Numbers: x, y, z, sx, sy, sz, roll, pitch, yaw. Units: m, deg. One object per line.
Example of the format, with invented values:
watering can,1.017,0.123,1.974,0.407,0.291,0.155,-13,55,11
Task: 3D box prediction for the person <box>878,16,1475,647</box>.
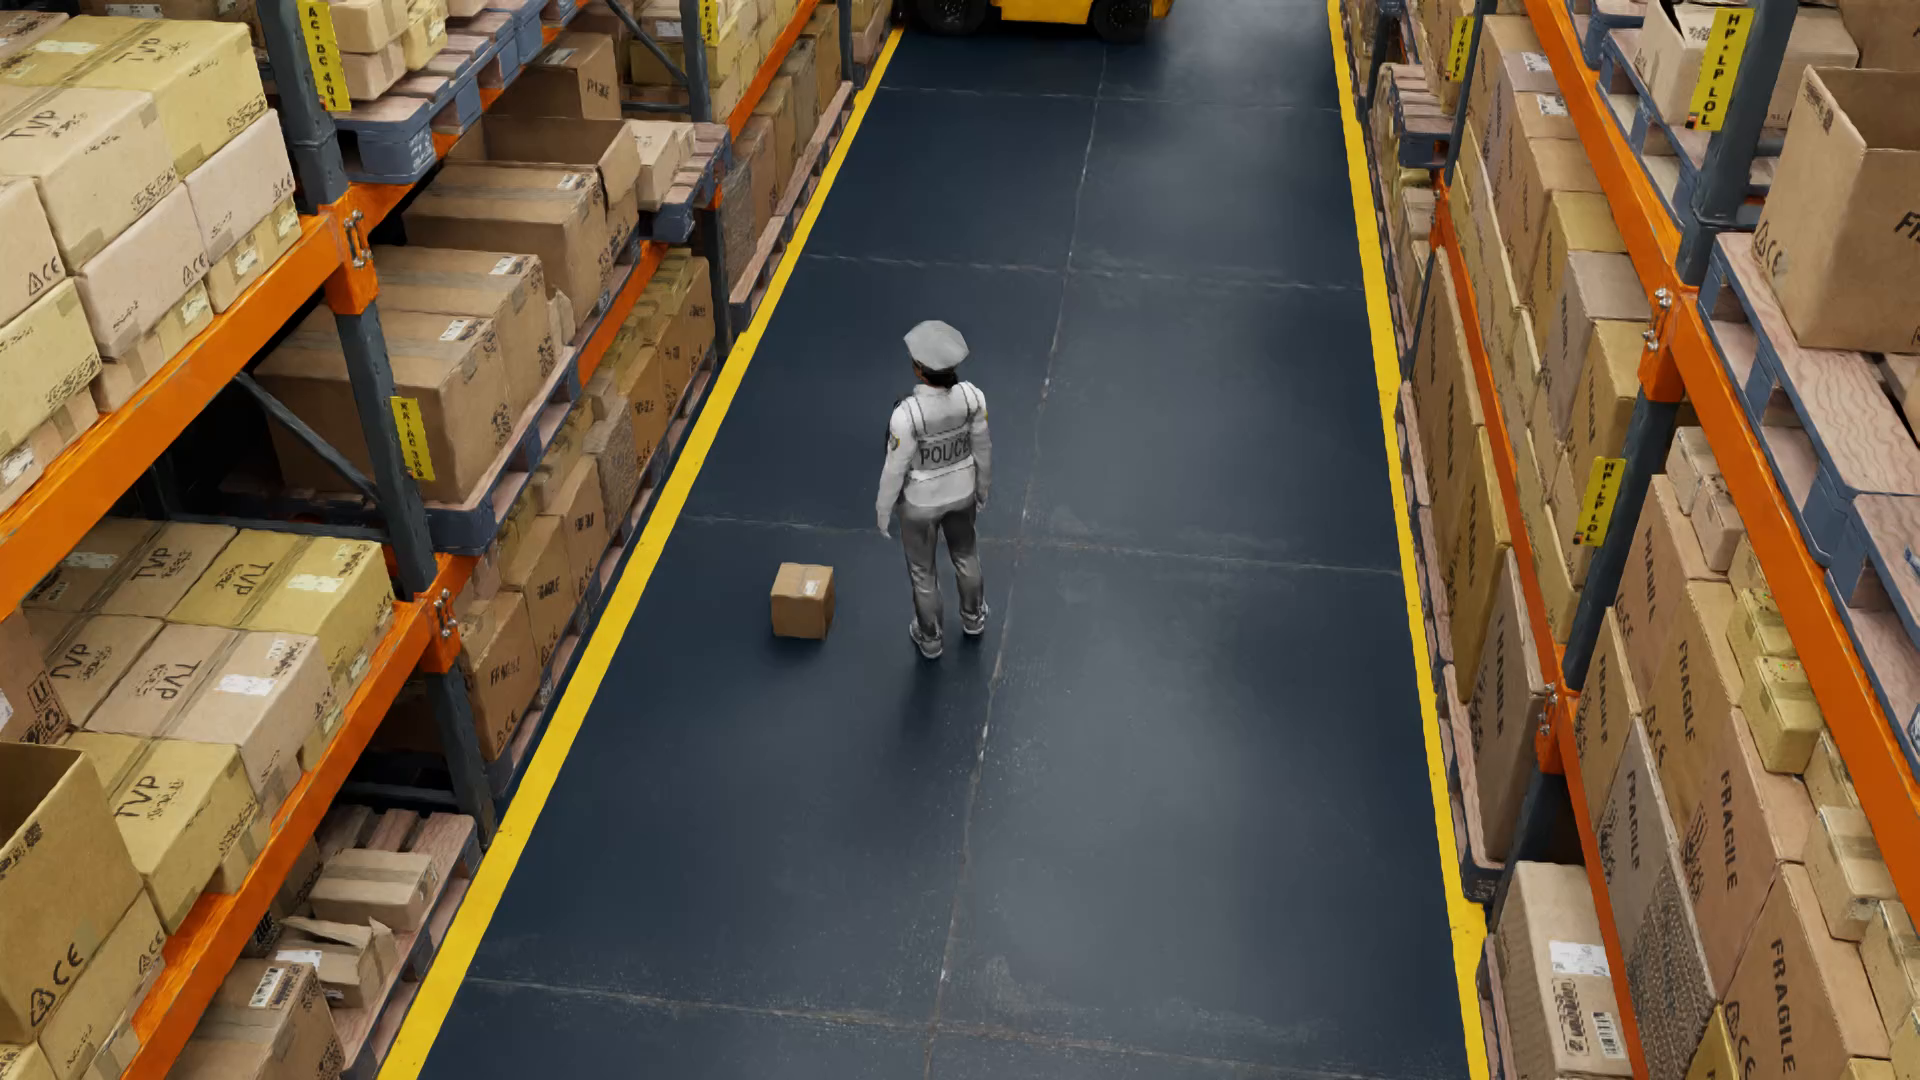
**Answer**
person,3.298,-1.754,8.962,8.731,2.202,0.748,-19,41,-24
